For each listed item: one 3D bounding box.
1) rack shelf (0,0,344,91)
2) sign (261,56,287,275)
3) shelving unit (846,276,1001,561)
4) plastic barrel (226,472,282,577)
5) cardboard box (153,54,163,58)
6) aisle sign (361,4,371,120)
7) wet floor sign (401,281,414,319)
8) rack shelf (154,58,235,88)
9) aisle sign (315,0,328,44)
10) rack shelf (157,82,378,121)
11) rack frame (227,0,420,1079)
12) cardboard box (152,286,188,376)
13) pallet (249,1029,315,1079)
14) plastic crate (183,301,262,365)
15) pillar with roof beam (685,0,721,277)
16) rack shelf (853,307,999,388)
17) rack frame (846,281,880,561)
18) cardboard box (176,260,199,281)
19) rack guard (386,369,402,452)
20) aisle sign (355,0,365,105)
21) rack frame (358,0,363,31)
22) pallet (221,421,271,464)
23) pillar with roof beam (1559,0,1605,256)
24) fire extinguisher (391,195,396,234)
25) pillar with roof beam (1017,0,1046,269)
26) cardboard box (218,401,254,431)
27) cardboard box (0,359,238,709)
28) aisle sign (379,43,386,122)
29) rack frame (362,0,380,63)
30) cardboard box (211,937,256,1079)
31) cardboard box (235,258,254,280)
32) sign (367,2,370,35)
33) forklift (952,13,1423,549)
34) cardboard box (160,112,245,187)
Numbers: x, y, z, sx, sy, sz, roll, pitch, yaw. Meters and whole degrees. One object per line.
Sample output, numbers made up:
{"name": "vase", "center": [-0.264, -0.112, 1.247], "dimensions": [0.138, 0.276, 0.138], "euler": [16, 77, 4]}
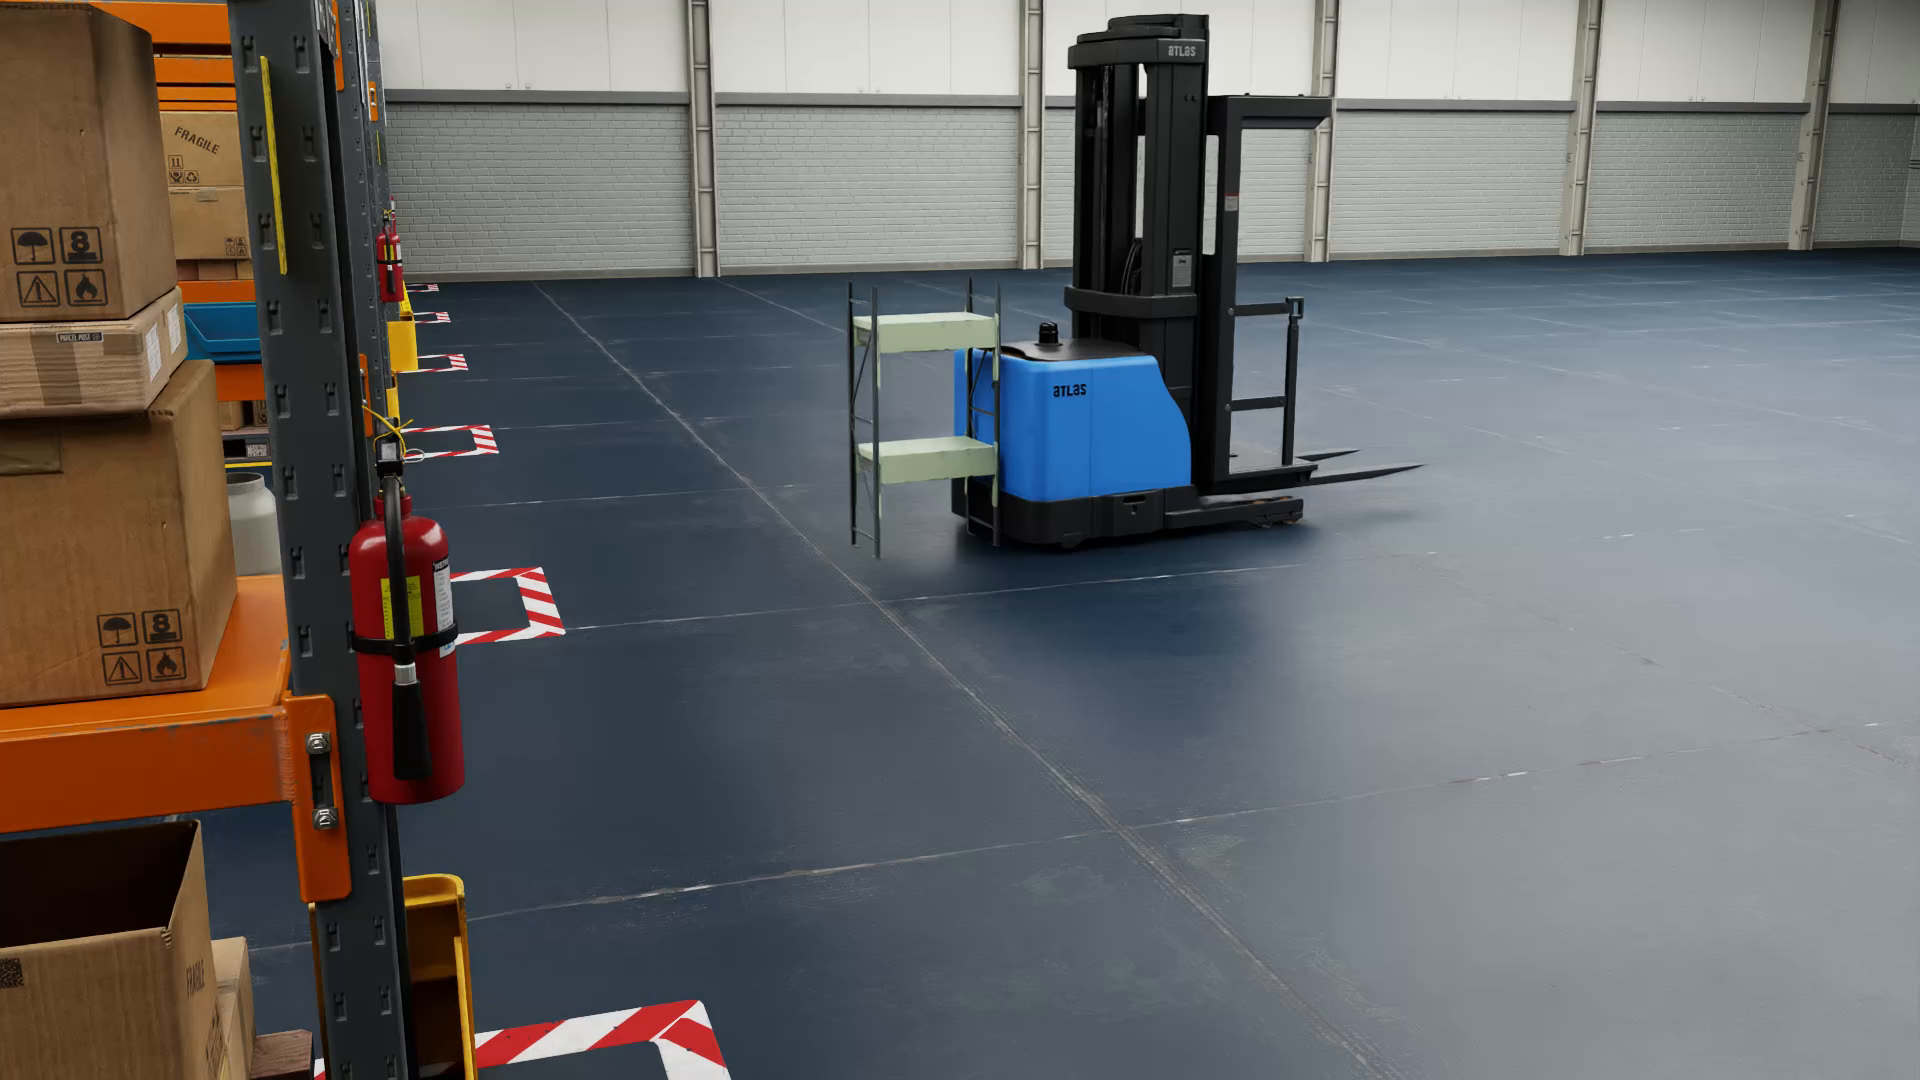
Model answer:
{"name": "rack shelf", "center": [-4.694, -2.068, 6.928], "dimensions": [4.000, 0.370, 1.077], "euler": [-4, 14, -18]}
{"name": "sign", "center": [-1.063, -0.578, 2.578], "dimensions": [0.005, 0.325, 0.100], "euler": [-4, 14, -18]}
{"name": "shelving unit", "center": [-0.201, -0.693, 9.317], "dimensions": [0.755, 1.500, 0.431], "euler": [-6, 15, -24]}
{"name": "plastic barrel", "center": [-3.398, -0.035, 7.777], "dimensions": [0.421, 0.512, 0.421], "euler": [0, 13, 0]}
{"name": "cardboard box", "center": [-5.715, -3.414, 11.357], "dimensions": [0.500, 0.250, 0.500], "euler": [-4, 14, -17]}
{"name": "aisle sign", "center": [-4.224, -3.396, 11.821], "dimensions": [0.004, 0.787, 0.394], "euler": [-4, 14, -18]}
{"name": "wet floor sign", "center": [-7.018, -3.000, 20.861], "dimensions": [0.232, 0.644, 0.267], "euler": [0, 13, 1]}
{"name": "rack shelf", "center": [-6.274, -3.154, 11.494], "dimensions": [4.000, 0.370, 1.077], "euler": [-4, 14, -18]}
{"name": "aisle sign", "center": [-1.067, -1.225, 2.692], "dimensions": [0.004, 0.787, 0.394], "euler": [-4, 14, -18]}
{"name": "rack shelf", "center": [-7.760, -4.250, 16.099], "dimensions": [4.000, 0.370, 1.077], "euler": [-4, 14, -18]}
{"name": "rack frame", "center": [-1.221, -0.019, 3.241], "dimensions": [0.053, 2.616, 0.949], "euler": [-4, 14, -18]}
{"name": "cardboard box", "center": [-1.663, -0.402, 3.234], "dimensions": [0.250, 0.149, 0.380], "euler": [-5, 14, -18]}
{"name": "pallet", "center": [-1.934, 1.402, 3.290], "dimensions": [1.213, 0.211, 1.003], "euler": [-4, 14, -18]}
{"name": "plastic crate", "center": [-3.178, -0.931, 7.398], "dimensions": [0.616, 0.251, 0.499], "euler": [-4, 14, -18]}
{"name": "pillar with roof beam", "center": [-3.013, -8.018, 23.905], "dimensions": [0.400, 9.000, 9.100], "euler": [-4, 14, -18]}
{"name": "rack shelf", "center": [-0.201, -1.073, 9.226], "dimensions": [0.720, 0.370, 0.431], "euler": [-6, 15, -24]}
{"name": "rack frame", "center": [-0.533, -0.658, 9.167], "dimensions": [0.023, 1.500, 0.400], "euler": [-6, 15, -24]}
{"name": "cardboard box", "center": [-5.532, -1.932, 11.824], "dimensions": [0.250, 0.149, 0.380], "euler": [-4, 14, -18]}
{"name": "rack guard", "center": [-4.450, -0.971, 12.645], "dimensions": [0.348, 0.500, 1.175], "euler": [-4, 14, -18]}
{"name": "aisle sign", "center": [-2.636, -2.311, 7.260], "dimensions": [0.004, 0.787, 0.394], "euler": [-4, 14, -18]}
{"name": "rack frame", "center": [-4.378, -5.111, 11.685], "dimensions": [0.127, 3.000, 1.000], "euler": [-4, 14, -18]}
{"name": "pallet", "center": [-5.232, -0.778, 12.459], "dimensions": [1.213, 0.211, 1.003], "euler": [-4, 14, -18]}
{"name": "pillar with roof beam", "center": [14.047, -9.346, 29.490], "dimensions": [0.400, 9.000, 9.100], "euler": [-4, 14, -18]}
{"name": "fire extinguisher", "center": [-7.284, -4.236, 21.136], "dimensions": [0.183, 0.674, 0.296], "euler": [-4, 14, -18]}
{"name": "pillar with roof beam", "center": [2.673, -8.461, 25.767], "dimensions": [0.400, 9.000, 9.100], "euler": [-4, 14, -18]}
{"name": "cardboard box", "center": [-5.531, -1.087, 12.224], "dimensions": [0.500, 0.500, 0.500], "euler": [-1, 13, -3]}
{"name": "cardboard box", "center": [-1.669, -0.037, 3.099], "dimensions": [0.500, 0.500, 0.700], "euler": [-4, 14, -18]}
{"name": "aisle sign", "center": [-5.702, -4.492, 16.428], "dimensions": [0.004, 0.787, 0.394], "euler": [-4, 14, -18]}
{"name": "rack frame", "center": [-5.865, -6.207, 16.289], "dimensions": [0.127, 3.000, 1.000], "euler": [-4, 14, -18]}
{"name": "cardboard box", "center": [-1.802, 1.104, 3.552], "dimensions": [0.500, 0.250, 0.500], "euler": [-4, 14, -18]}
{"name": "cardboard box", "center": [-5.040, -1.956, 11.927], "dimensions": [0.250, 0.149, 0.380], "euler": [-4, 14, -18]}
{"name": "sign", "center": [-5.705, -5.019, 16.039], "dimensions": [0.005, 0.325, 0.100], "euler": [-4, 14, -18]}
{"name": "forklift", "center": [1.494, -1.596, 10.017], "dimensions": [3.031, 2.935, 1.130], "euler": [-7, 15, -27]}
{"name": "cardboard box", "center": [-5.293, -2.740, 11.658], "dimensions": [0.500, 0.500, 0.500], "euler": [-4, 14, -18]}
